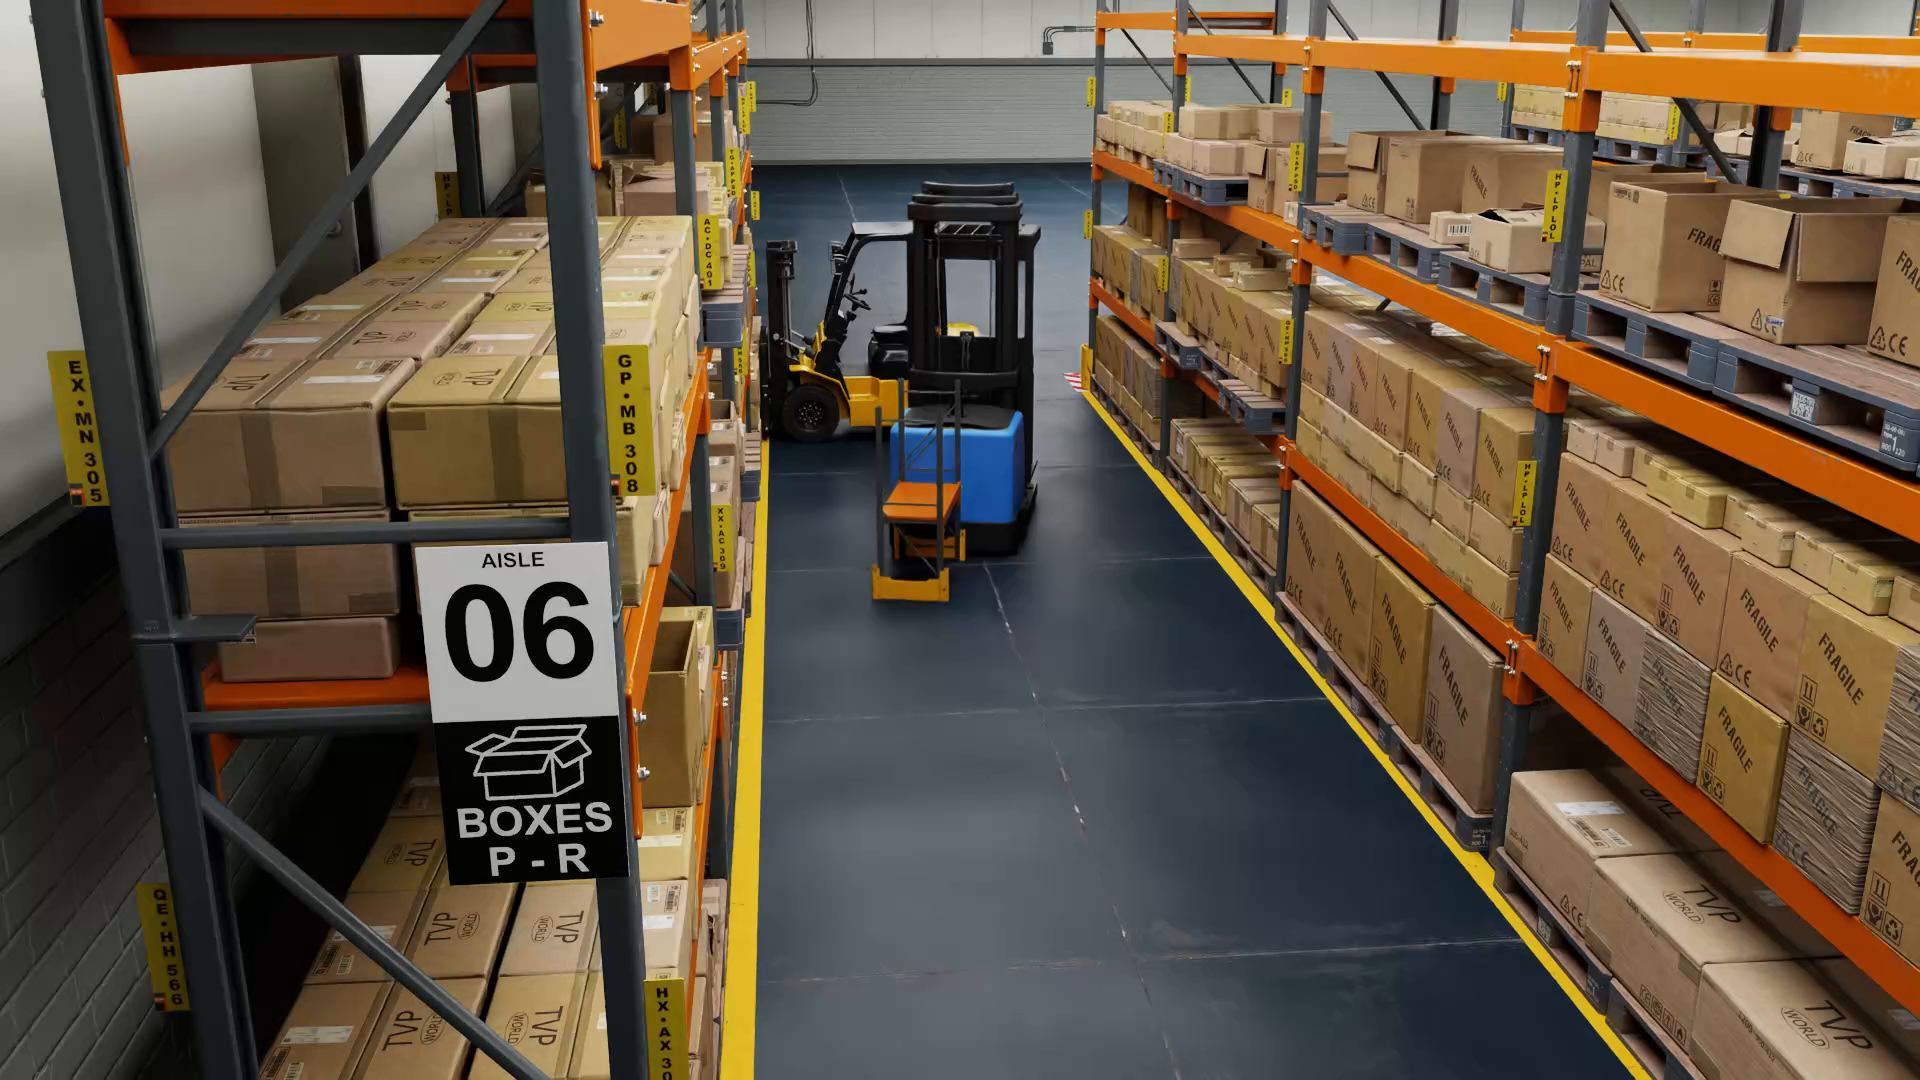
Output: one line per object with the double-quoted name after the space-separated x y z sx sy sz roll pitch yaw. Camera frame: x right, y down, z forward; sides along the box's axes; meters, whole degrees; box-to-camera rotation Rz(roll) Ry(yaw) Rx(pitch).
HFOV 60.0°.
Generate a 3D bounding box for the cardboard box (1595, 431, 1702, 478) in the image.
3.104 -0.387 7.483 0.380 0.149 0.250 -2 17 -5 "cardboard box"

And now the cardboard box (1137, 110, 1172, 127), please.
2.011 -4.278 16.876 0.380 0.149 0.250 -2 17 -5 "cardboard box"

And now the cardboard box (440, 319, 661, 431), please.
-1.067 -0.417 4.408 0.500 0.250 0.500 -2 18 -6 "cardboard box"

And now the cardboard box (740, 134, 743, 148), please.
-2.319 -3.852 15.711 0.500 0.311 0.500 -1 17 -5 "cardboard box"

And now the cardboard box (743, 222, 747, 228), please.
-2.531 -3.401 18.255 0.380 0.149 0.250 -1 17 -4 "cardboard box"

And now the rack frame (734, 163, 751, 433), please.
-2.475 -1.960 15.411 1.000 3.000 0.127 -2 18 -6 "rack frame"

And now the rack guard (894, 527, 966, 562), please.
-0.247 0.036 13.644 0.587 0.250 0.087 2 18 7 "rack guard"

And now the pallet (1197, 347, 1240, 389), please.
2.629 -1.419 14.011 1.003 0.211 1.213 -2 18 -6 "pallet"

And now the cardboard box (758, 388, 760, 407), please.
-2.312 -1.540 17.131 0.500 0.250 0.500 -2 18 -6 "cardboard box"

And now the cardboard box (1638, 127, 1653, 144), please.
6.993 -4.030 16.550 0.380 0.149 0.250 -1 17 -5 "cardboard box"

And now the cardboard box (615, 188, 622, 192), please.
-1.982 -1.822 9.019 0.380 0.149 0.250 -1 17 -4 "cardboard box"

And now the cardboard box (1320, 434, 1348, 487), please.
2.745 -0.545 11.155 0.500 0.250 0.500 -2 18 -7 "cardboard box"

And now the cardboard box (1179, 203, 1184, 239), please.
2.576 -3.222 17.099 0.700 0.500 0.500 -2 18 -7 "cardboard box"

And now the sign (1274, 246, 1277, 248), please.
3.013 -2.685 15.788 0.100 0.325 0.005 -2 18 -6 "sign"

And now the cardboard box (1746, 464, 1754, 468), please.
3.570 -0.327 7.290 0.380 0.149 0.250 -2 18 -6 "cardboard box"

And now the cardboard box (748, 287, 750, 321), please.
-2.332 -2.302 16.336 0.500 0.500 0.500 -1 17 -5 "cardboard box"

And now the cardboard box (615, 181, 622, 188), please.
-2.109 -1.966 9.511 0.380 0.149 0.250 -2 18 -6 "cardboard box"

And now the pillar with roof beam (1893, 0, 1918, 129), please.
20.862 -13.769 43.011 9.100 9.000 0.400 -2 18 -6 "pillar with roof beam"

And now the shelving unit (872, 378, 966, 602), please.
-0.312 -0.412 12.986 0.587 1.500 1.083 2 18 7 "shelving unit"

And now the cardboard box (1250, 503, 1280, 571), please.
2.826 -0.038 12.975 0.950 0.372 0.625 -3 18 -9 "cardboard box"

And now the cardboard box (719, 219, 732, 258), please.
-1.245 -1.380 7.612 0.380 0.149 0.250 -1 17 -4 "cardboard box"

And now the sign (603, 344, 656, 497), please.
-0.698 -0.249 3.497 0.100 0.325 0.005 -2 18 -6 "sign"

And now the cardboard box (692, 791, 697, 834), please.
-1.198 0.949 5.901 0.500 0.250 0.500 -2 18 -7 "cardboard box"

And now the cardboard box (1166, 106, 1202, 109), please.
2.404 -4.523 17.658 0.380 0.149 0.250 -2 18 -7 "cardboard box"

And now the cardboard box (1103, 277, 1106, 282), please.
1.878 -3.078 19.394 0.380 0.149 0.250 -2 18 -5 "cardboard box"

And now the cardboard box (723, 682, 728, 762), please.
-1.541 1.107 9.117 0.500 0.500 0.500 -2 18 -6 "cardboard box"

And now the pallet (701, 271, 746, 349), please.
-1.648 -1.114 8.024 1.213 0.211 1.003 -2 18 -6 "pallet"

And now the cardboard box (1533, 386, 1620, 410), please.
3.447 -0.546 9.073 0.500 0.500 0.500 -2 18 -6 "cardboard box"

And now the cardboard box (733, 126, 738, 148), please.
-2.158 -3.388 14.235 0.500 0.311 0.500 -2 18 -7 "cardboard box"

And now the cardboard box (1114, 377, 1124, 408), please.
1.971 -1.631 18.254 0.500 0.250 0.500 -1 17 -2 "cardboard box"

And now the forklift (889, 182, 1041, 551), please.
0.120 -1.701 14.702 1.130 2.935 3.031 2 18 7 "forklift"

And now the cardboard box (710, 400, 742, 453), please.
-1.710 -0.537 10.006 0.797 0.503 0.637 -2 18 -7 "cardboard box"

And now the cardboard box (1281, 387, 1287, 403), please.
2.606 -1.093 12.370 0.380 0.149 0.250 -1 17 -4 "cardboard box"

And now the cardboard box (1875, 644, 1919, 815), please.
3.330 0.645 5.278 0.500 0.500 0.500 -2 18 -5 "cardboard box"

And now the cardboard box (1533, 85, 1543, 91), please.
6.732 -5.169 18.845 0.380 0.149 0.250 -2 18 -6 "cardboard box"

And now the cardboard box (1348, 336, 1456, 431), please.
2.781 -0.991 10.488 0.500 0.500 0.500 -1 17 -4 "cardboard box"

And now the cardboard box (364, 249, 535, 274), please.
-1.761 -0.855 5.803 0.500 0.250 0.500 -2 18 -6 "cardboard box"

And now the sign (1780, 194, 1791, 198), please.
3.839 -1.464 7.829 0.100 0.325 0.005 -2 18 -6 "sign"

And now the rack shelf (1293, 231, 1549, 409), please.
3.080 -1.414 9.868 1.077 0.370 4.000 -2 18 -6 "rack shelf"

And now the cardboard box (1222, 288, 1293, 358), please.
2.433 -1.743 13.357 0.500 0.500 0.500 -3 18 -9 "cardboard box"

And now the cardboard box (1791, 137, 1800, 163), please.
7.357 -3.348 14.183 0.396 0.266 0.258 -2 18 -6 "cardboard box"

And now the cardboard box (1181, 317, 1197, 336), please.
2.221 -1.946 15.085 0.380 0.149 0.250 -1 17 -5 "cardboard box"

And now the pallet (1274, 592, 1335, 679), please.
2.881 0.645 11.770 1.003 0.211 1.213 -2 18 -6 "pallet"

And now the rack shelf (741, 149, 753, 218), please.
-2.682 -3.643 16.968 1.077 0.370 4.000 -2 18 -6 "rack shelf"

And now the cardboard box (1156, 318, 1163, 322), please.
2.125 -2.081 16.216 0.380 0.149 0.250 -2 18 -6 "cardboard box"

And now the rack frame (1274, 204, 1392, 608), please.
2.874 -0.922 12.107 1.000 3.000 0.127 -2 18 -6 "rack frame"

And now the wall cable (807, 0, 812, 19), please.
-3.104 -16.647 48.930 3.097 2.526 0.112 -2 18 -6 "wall cable"

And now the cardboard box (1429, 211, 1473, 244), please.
2.943 -1.809 9.614 0.380 0.166 0.250 0 17 -1 "cardboard box"

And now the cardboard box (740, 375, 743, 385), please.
-1.952 -1.380 12.982 0.500 0.250 0.500 -2 18 -7 "cardboard box"

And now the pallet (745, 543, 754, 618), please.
-2.109 0.316 12.818 1.003 0.211 1.213 -2 18 -6 "pallet"

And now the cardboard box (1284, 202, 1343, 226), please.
2.599 -2.395 12.209 0.380 0.149 0.250 -2 18 -6 "cardboard box"

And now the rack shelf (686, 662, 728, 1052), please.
-1.444 1.363 6.029 1.077 0.370 4.000 -2 18 -6 "rack shelf"

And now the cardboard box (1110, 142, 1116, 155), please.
1.870 -4.353 18.446 0.380 0.149 0.250 -1 17 -4 "cardboard box"

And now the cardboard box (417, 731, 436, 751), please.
-1.761 0.448 6.246 0.500 0.500 0.500 -2 18 -7 "cardboard box"

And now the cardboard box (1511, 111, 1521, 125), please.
6.679 -4.936 19.436 0.380 0.149 0.250 -2 18 -5 "cardboard box"
